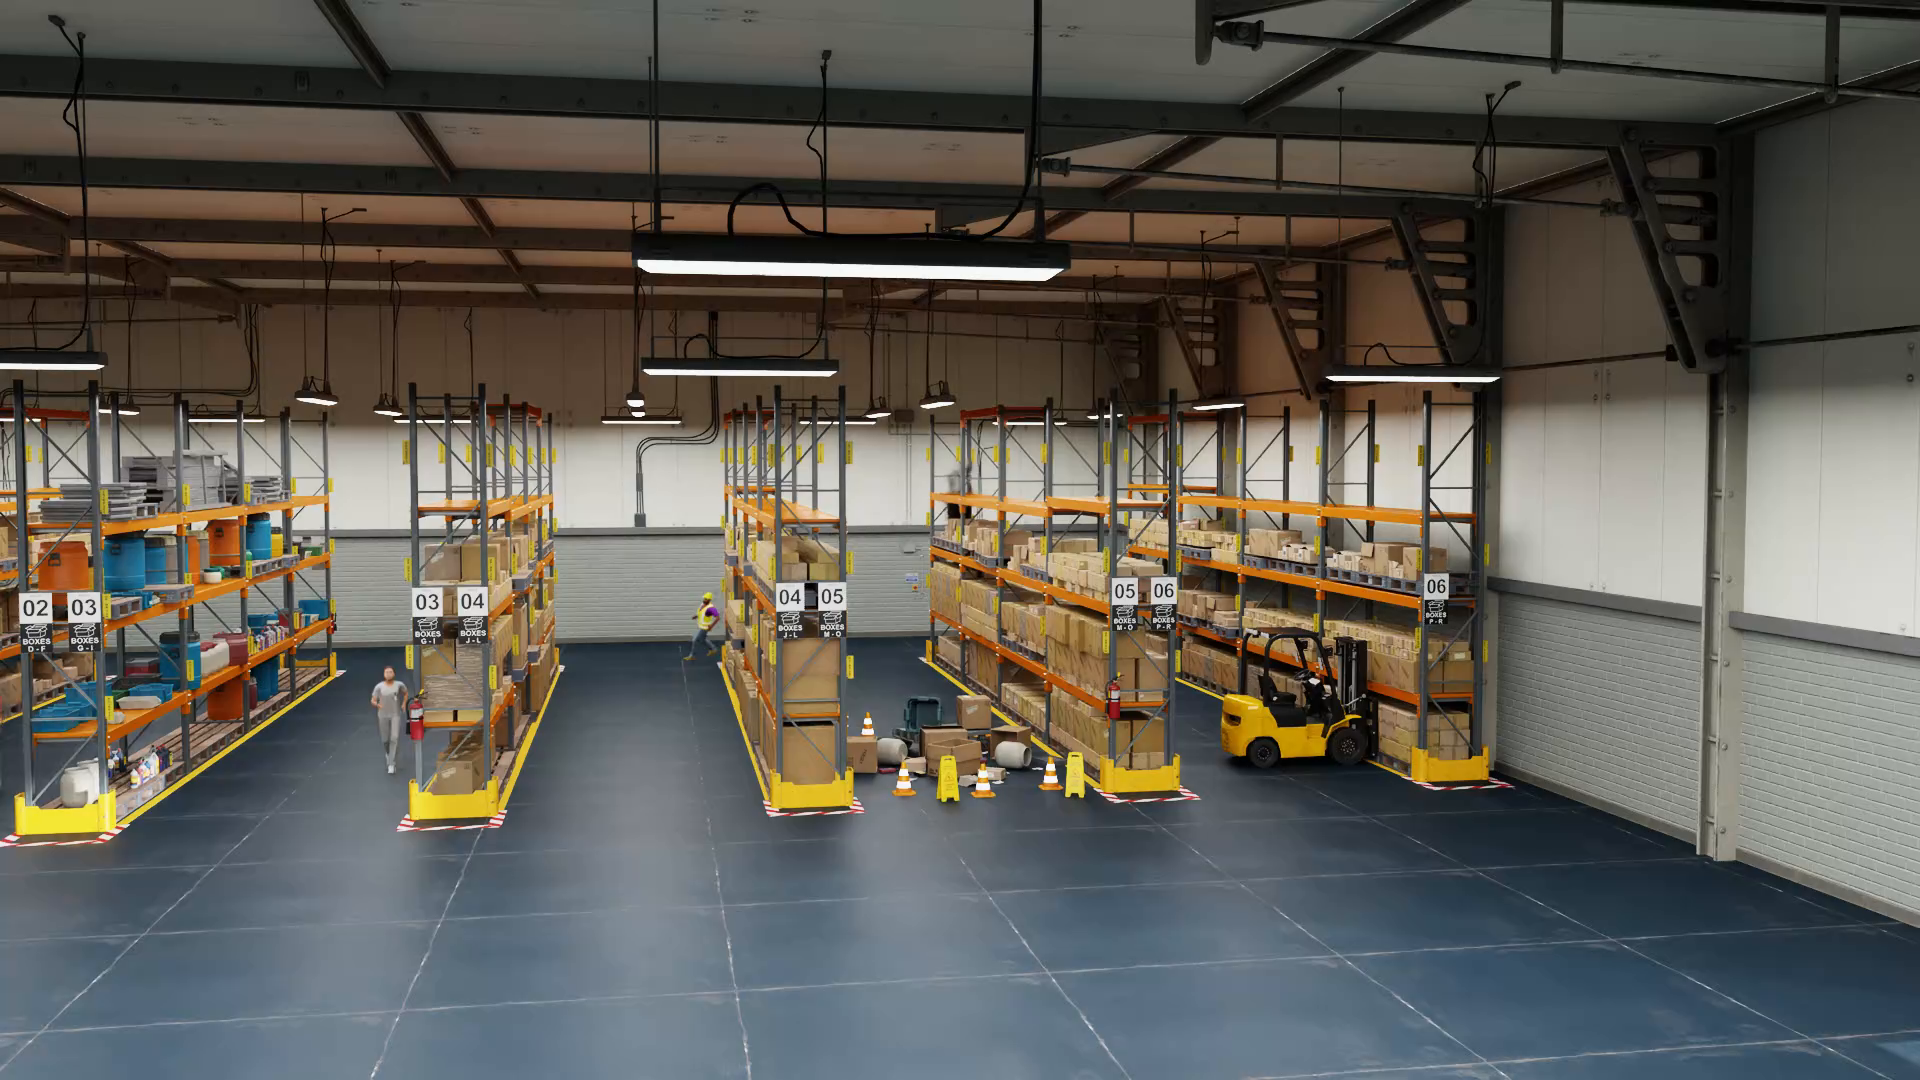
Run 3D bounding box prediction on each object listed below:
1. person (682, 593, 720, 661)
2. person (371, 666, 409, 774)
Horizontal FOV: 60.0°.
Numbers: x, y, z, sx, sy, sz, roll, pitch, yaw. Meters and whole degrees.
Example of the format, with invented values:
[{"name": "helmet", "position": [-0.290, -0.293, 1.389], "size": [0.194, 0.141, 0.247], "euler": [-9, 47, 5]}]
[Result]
[{"name": "person", "position": [-6.304, 2.109, 40.553], "size": [0.940, 1.667, 0.863], "euler": [0, 3, -5]}, {"name": "person", "position": [-9.061, 2.822, 26.442], "size": [0.568, 1.663, 0.934], "euler": [-1, 3, -18]}]
